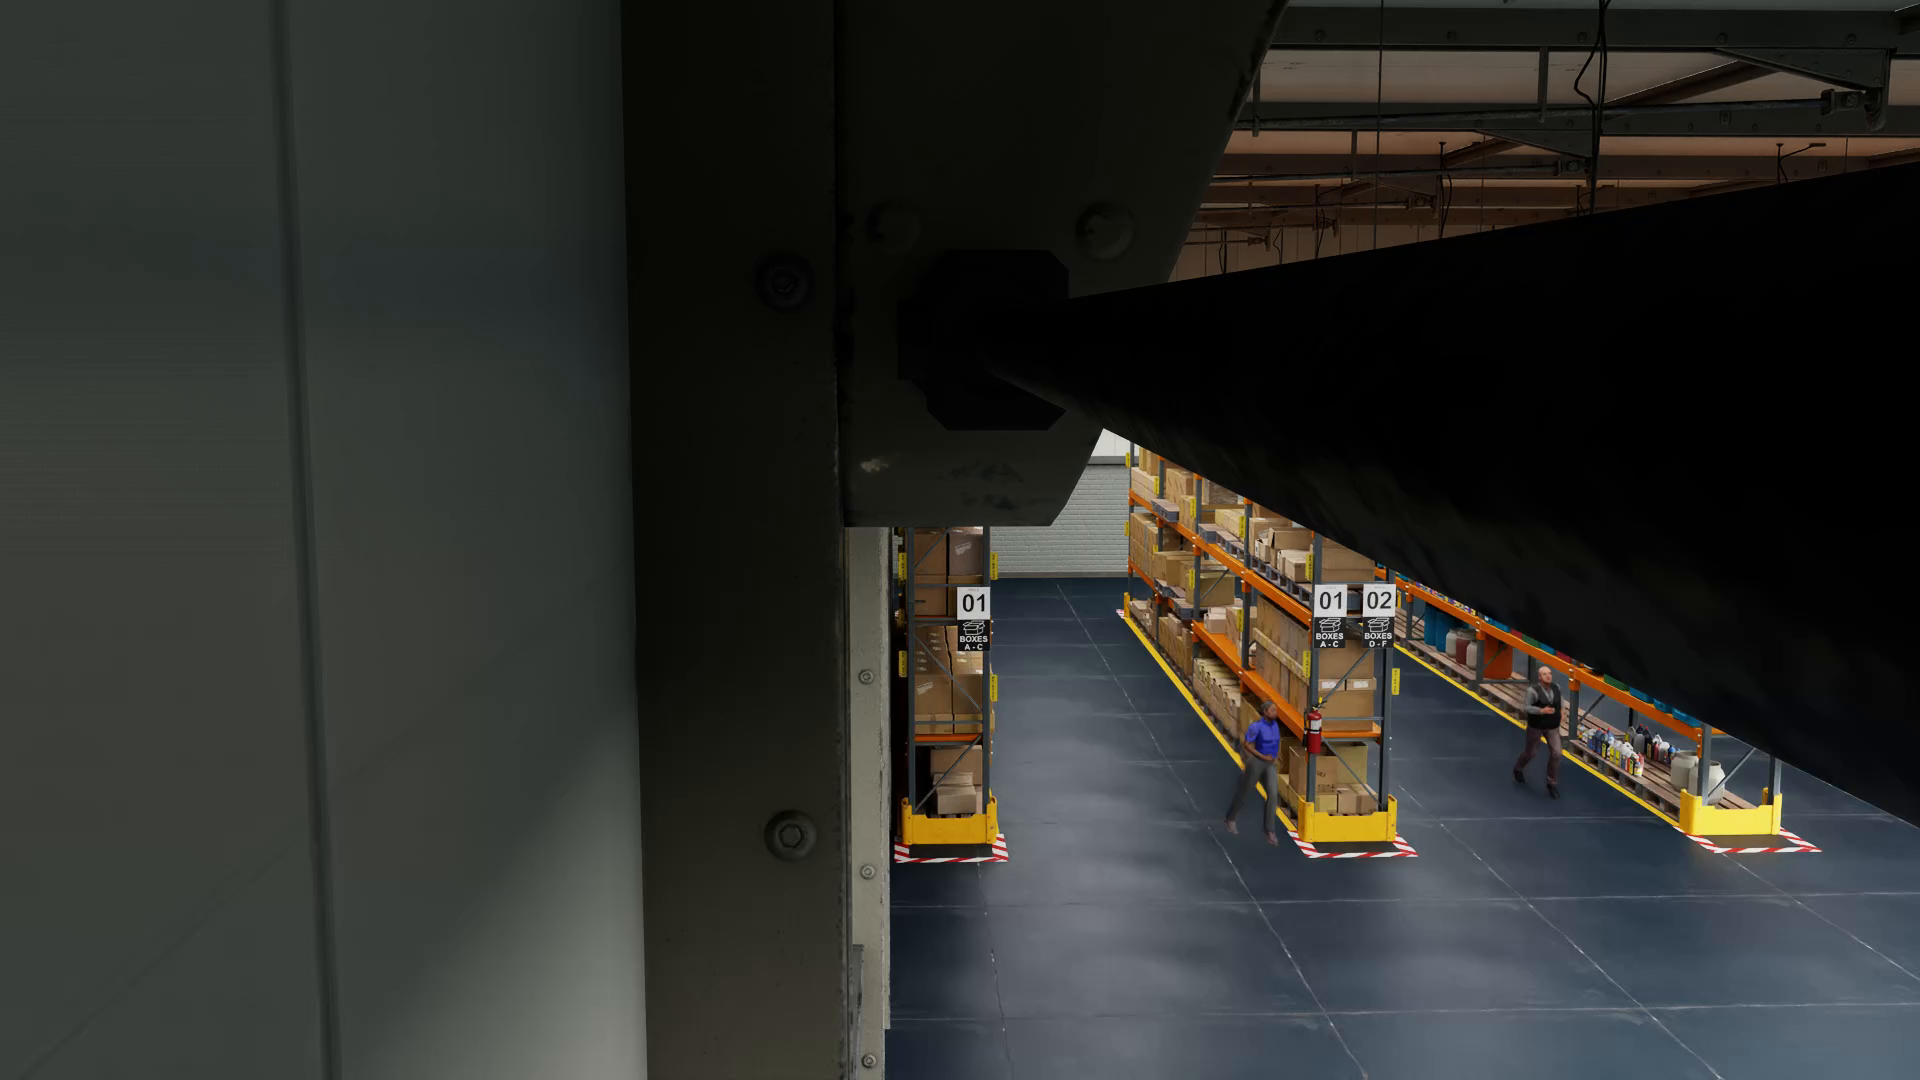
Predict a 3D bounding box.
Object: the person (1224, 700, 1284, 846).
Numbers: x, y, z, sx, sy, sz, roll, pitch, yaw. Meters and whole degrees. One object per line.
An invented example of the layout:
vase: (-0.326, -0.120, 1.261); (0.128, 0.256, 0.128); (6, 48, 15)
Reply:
person: (3.672, 2.812, 20.088); (0.654, 1.569, 0.827); (-5, 9, -32)

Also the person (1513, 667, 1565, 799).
person: (7.936, 2.586, 22.695); (0.662, 1.773, 0.903); (-1, 7, -6)
